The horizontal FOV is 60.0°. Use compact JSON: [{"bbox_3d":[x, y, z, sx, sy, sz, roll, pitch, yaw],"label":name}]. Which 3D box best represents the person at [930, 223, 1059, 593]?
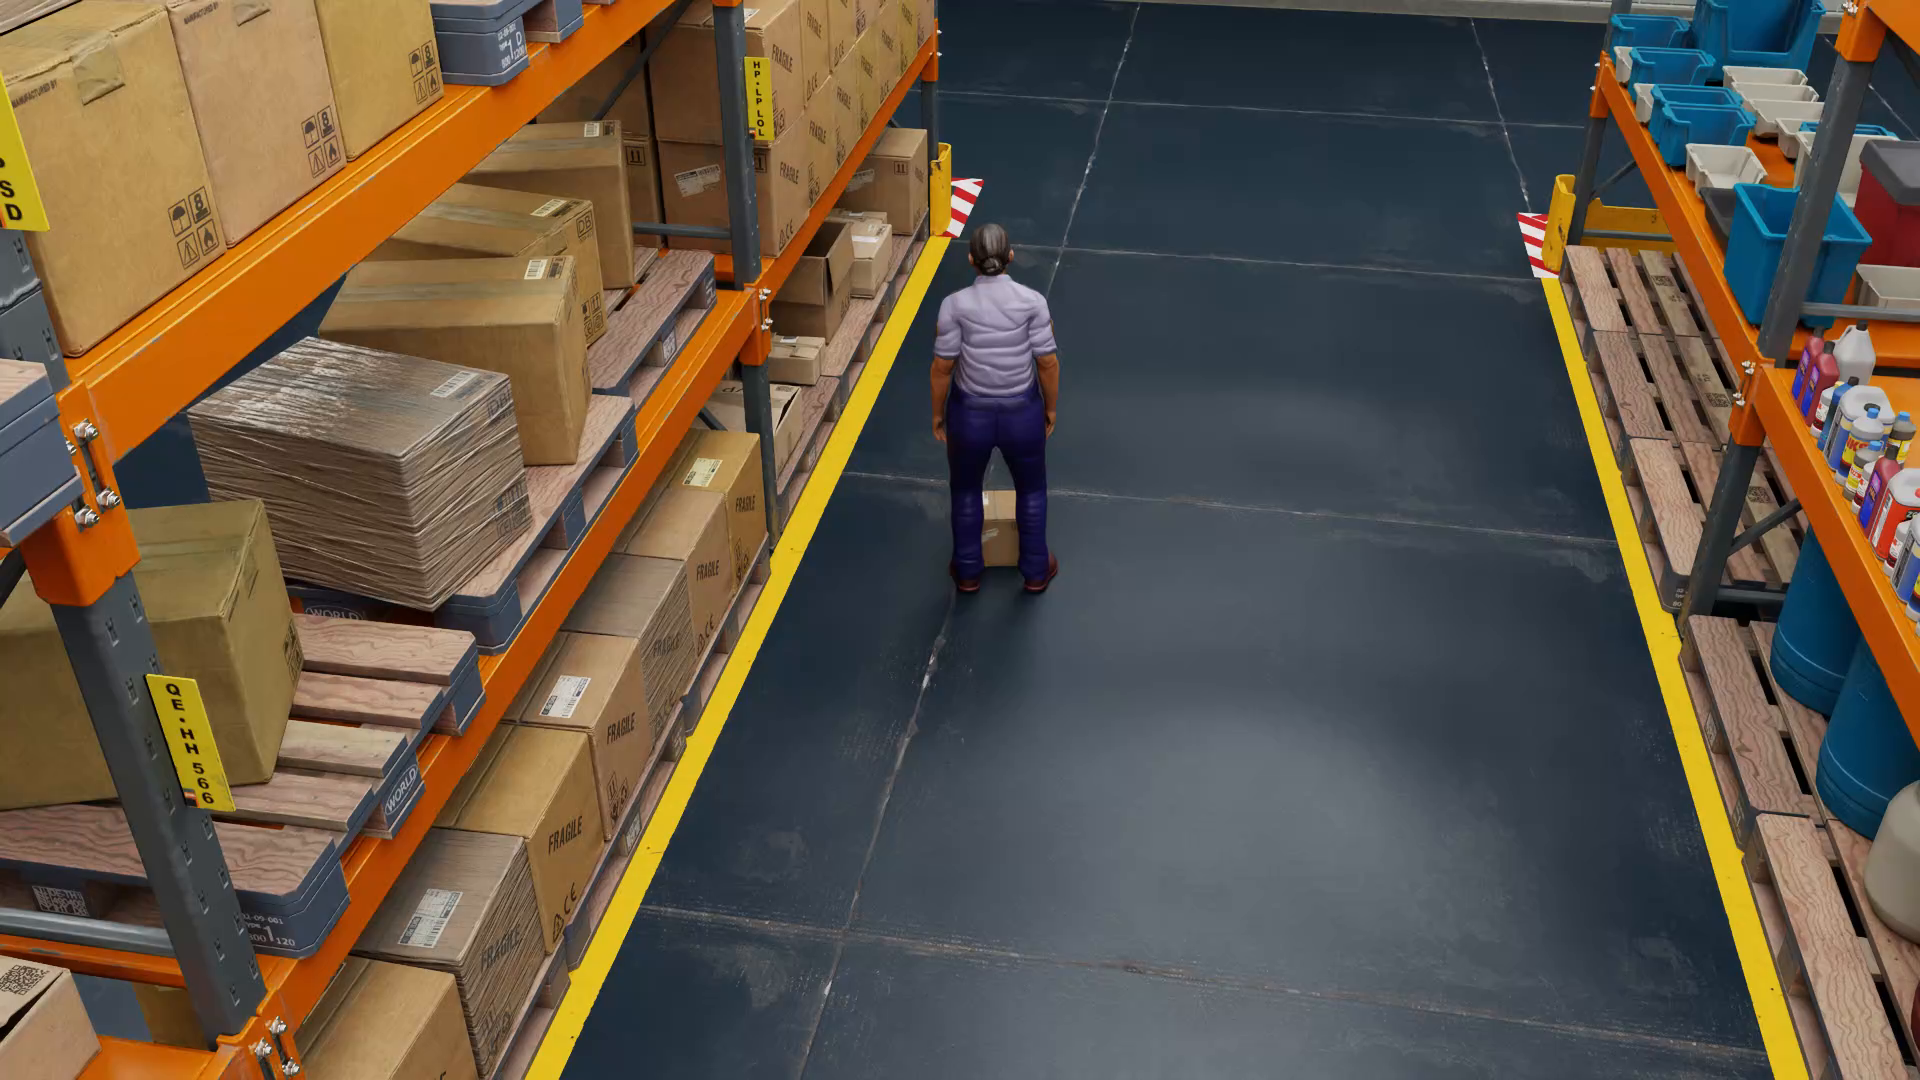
[{"bbox_3d":[0.160,-0.514,6.950,0.565,1.651,0.371,-1,33,-1],"label":"person"}]
